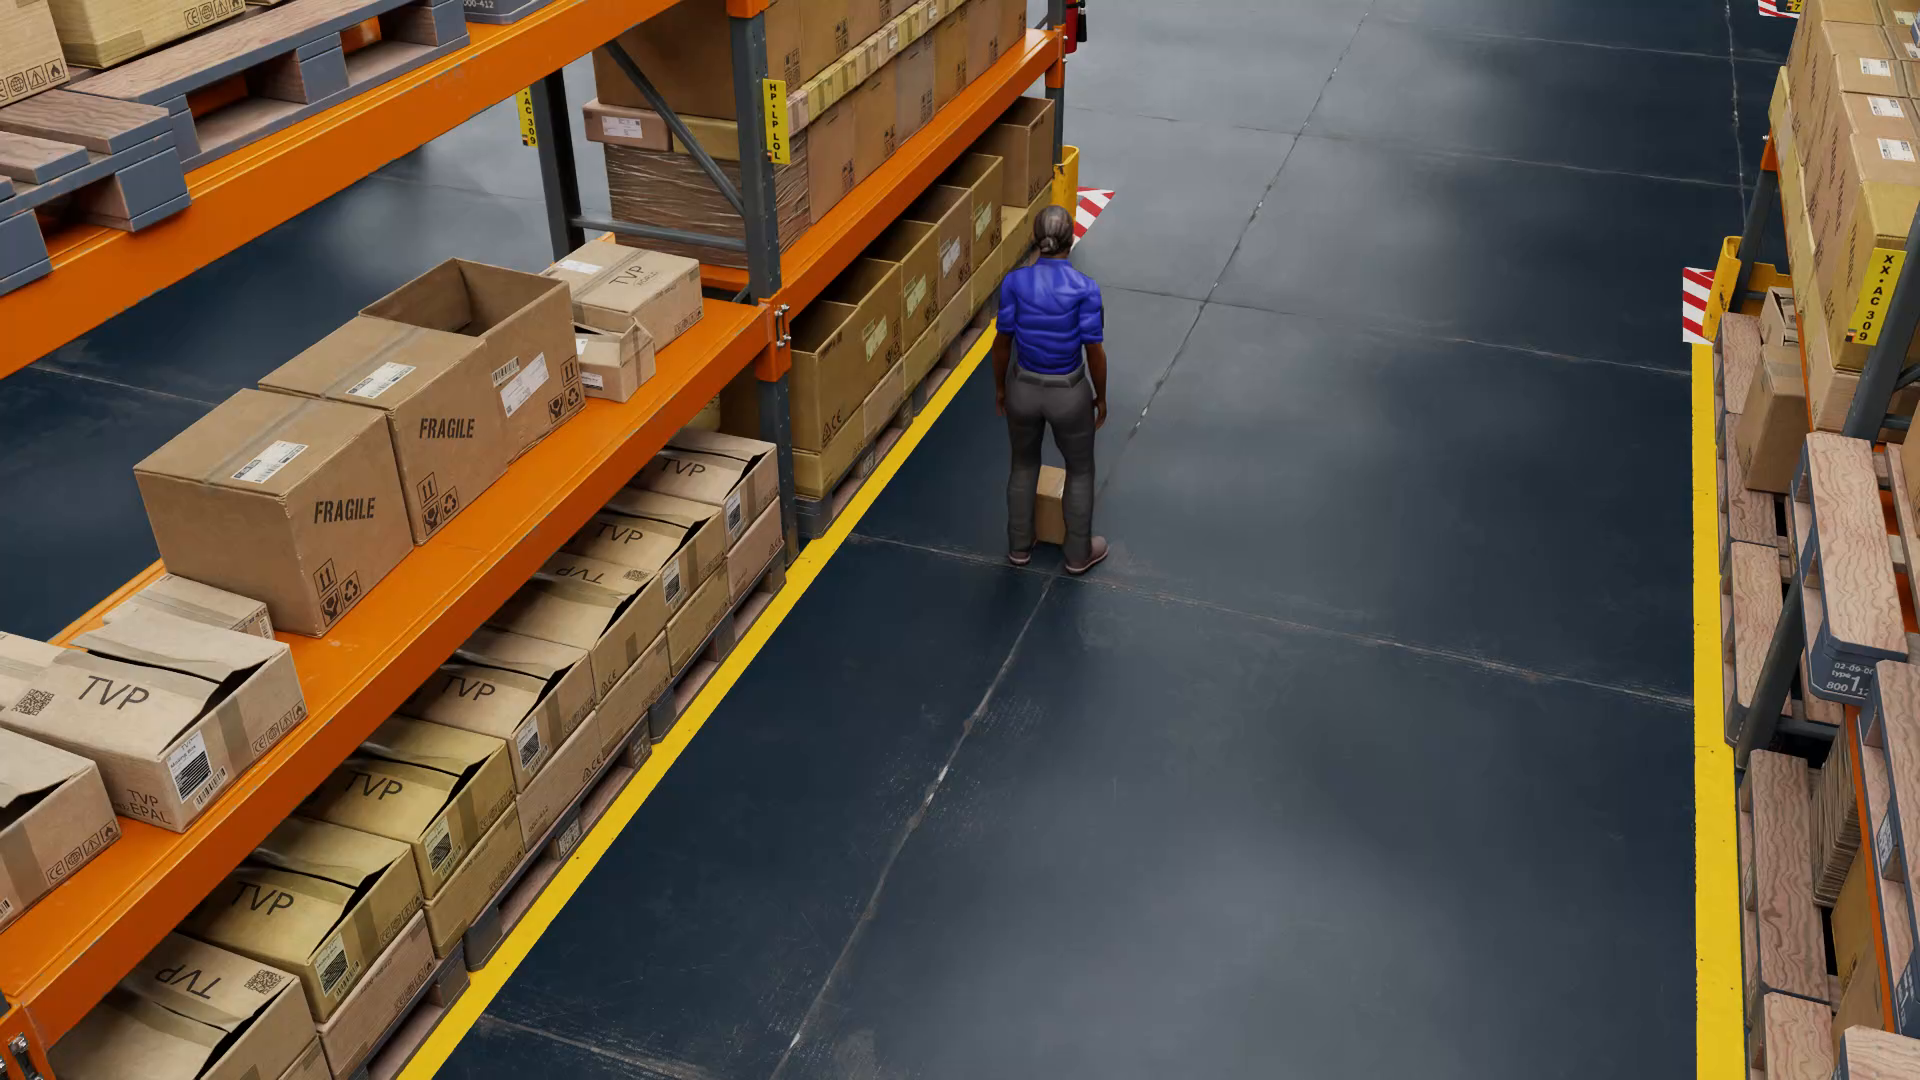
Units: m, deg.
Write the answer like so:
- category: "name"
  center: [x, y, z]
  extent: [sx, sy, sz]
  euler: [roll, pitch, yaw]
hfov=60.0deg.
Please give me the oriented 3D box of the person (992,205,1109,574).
- category: "person"
  center: [0.396, -0.609, 7.081]
  extent: [0.520, 1.638, 0.349]
  euler: [10, 35, 14]
